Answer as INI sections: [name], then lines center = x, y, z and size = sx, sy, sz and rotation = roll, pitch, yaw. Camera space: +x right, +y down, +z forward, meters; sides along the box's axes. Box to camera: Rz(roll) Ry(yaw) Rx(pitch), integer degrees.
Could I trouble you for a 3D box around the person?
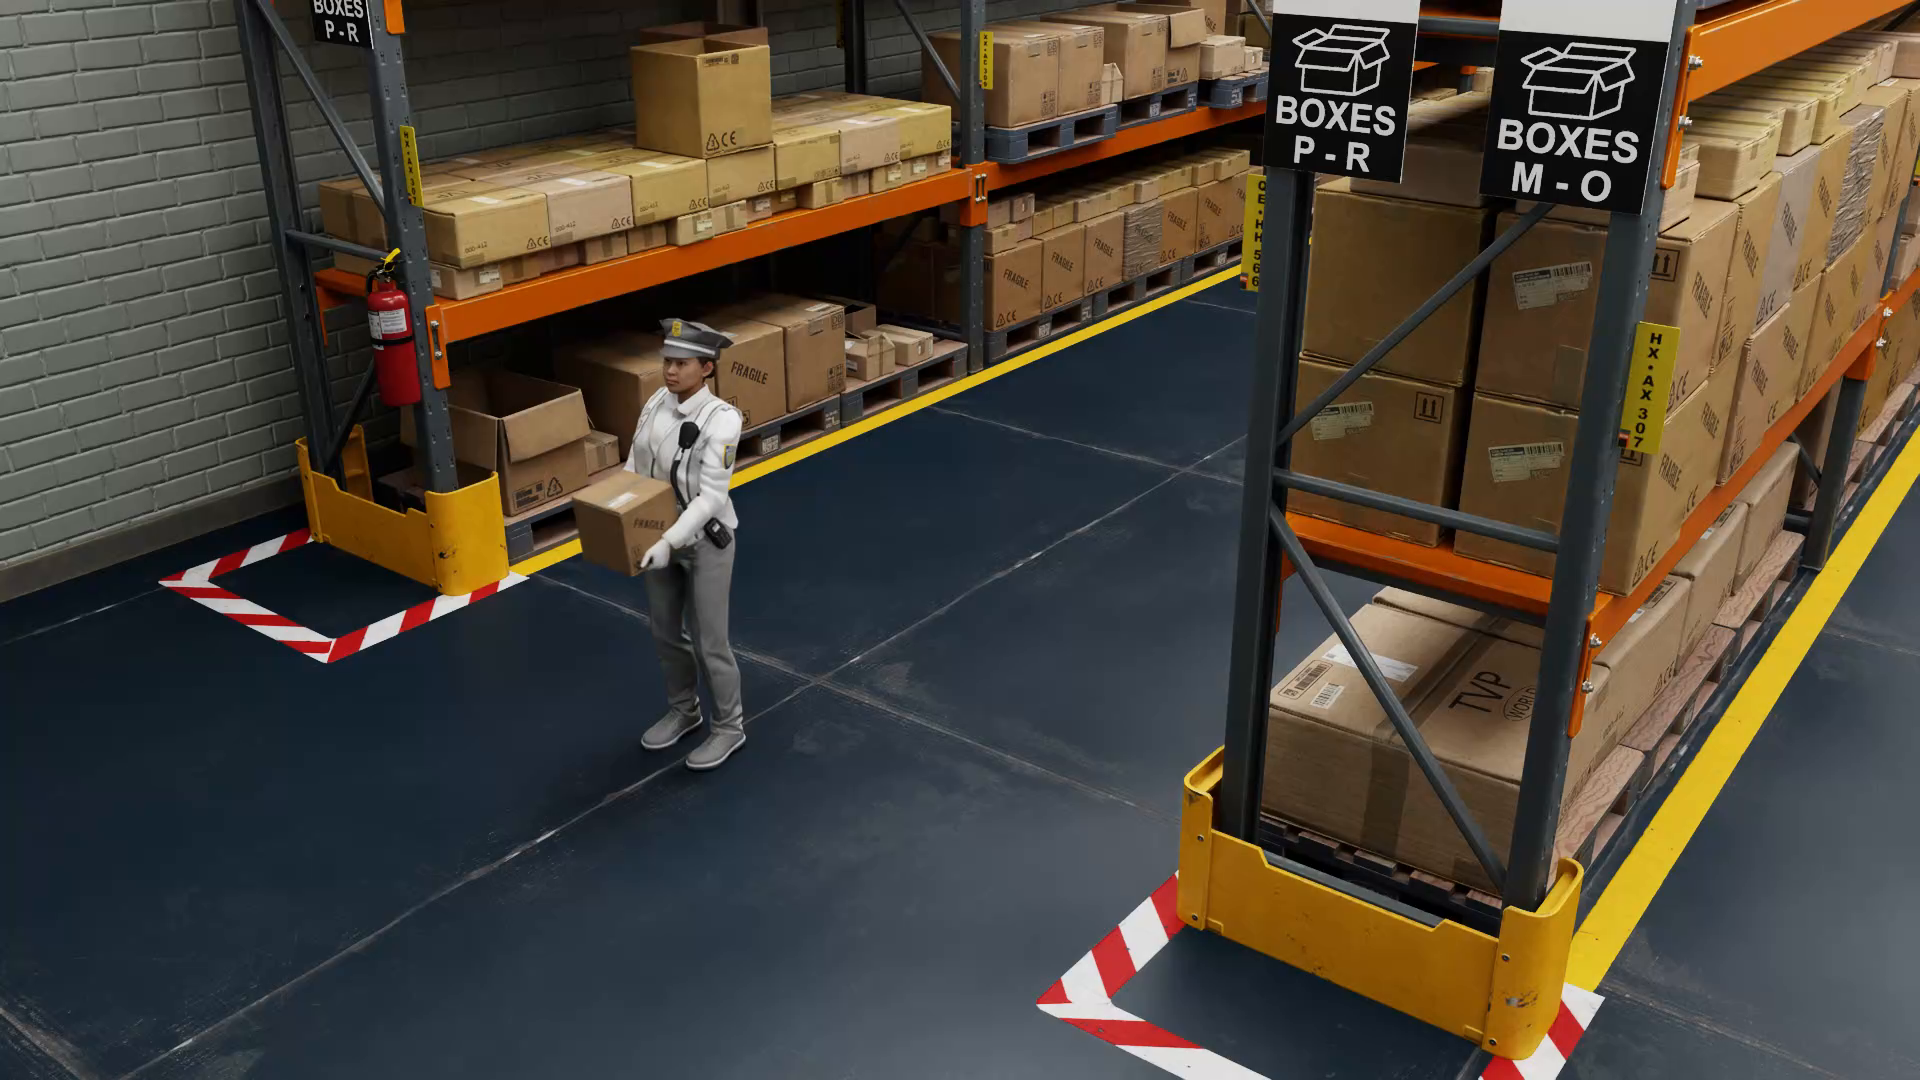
[person]
center = -1.029, 0.028, 6.001
size = 0.461, 1.687, 0.555
rotation = 17, 29, 33
